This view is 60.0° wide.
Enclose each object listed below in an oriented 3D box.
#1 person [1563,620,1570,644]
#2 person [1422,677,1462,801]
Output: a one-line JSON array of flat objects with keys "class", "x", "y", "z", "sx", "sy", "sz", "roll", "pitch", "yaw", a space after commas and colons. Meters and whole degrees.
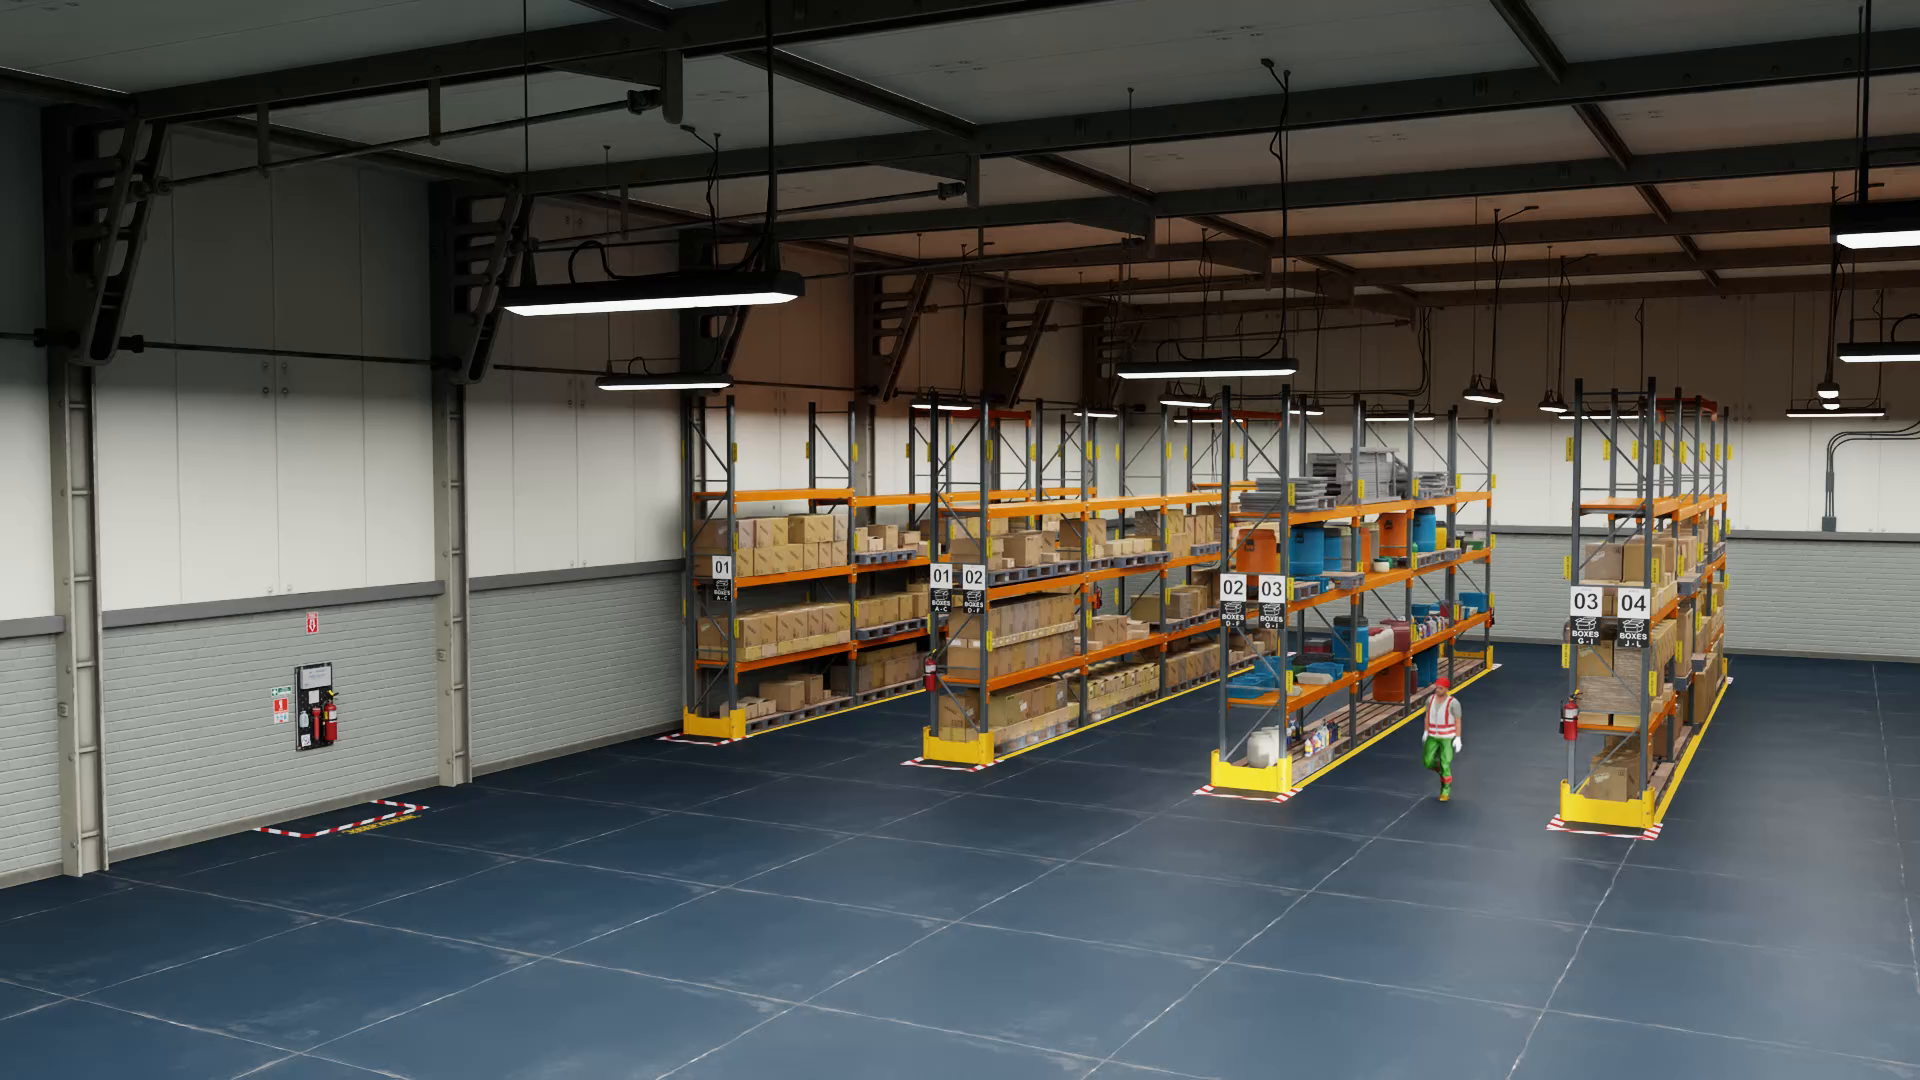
[{"class": "person", "x": 13.247, "y": 2.302, "z": 35.498, "sx": 0.750, "sy": 1.684, "sz": 0.636, "roll": 2, "pitch": 4, "yaw": 36}, {"class": "person", "x": 7.002, "y": 2.845, "z": 24.007, "sx": 0.587, "sy": 1.773, "sz": 0.627, "roll": -3, "pitch": 4, "yaw": -43}]
